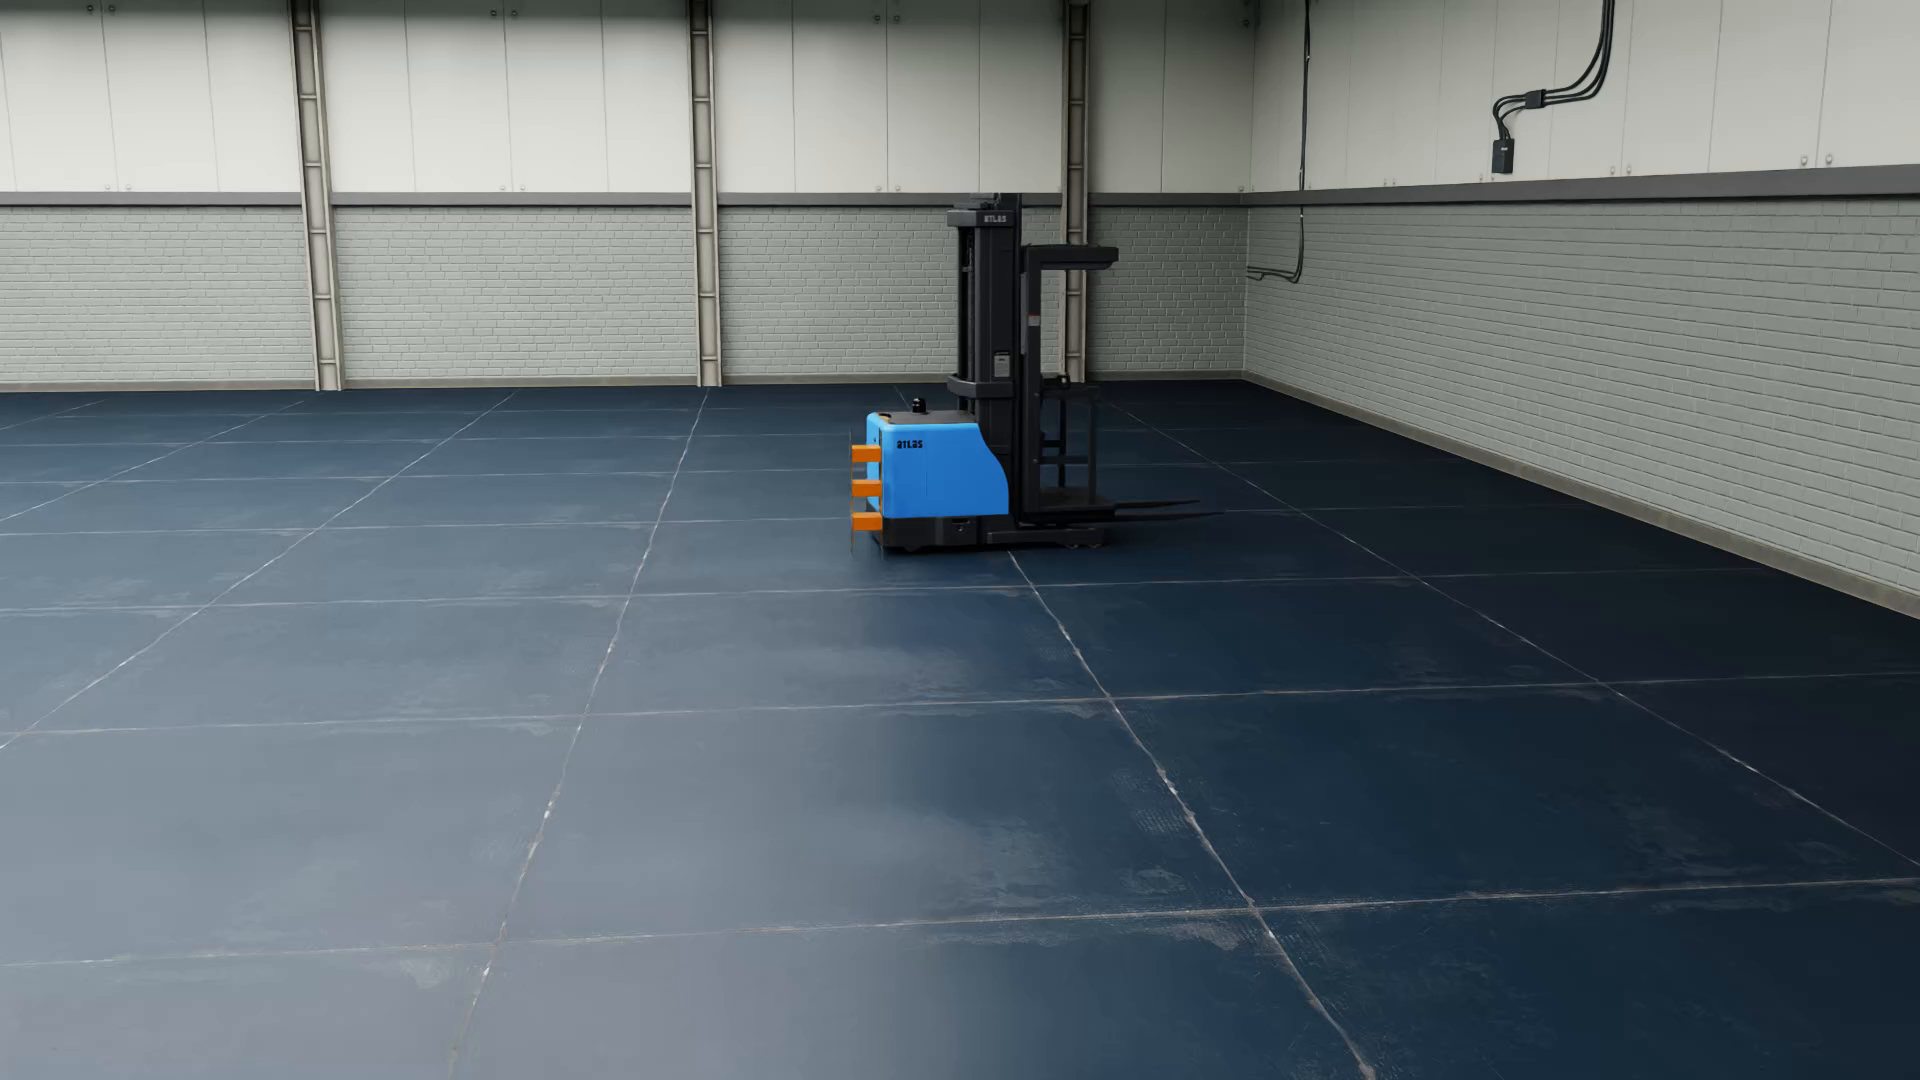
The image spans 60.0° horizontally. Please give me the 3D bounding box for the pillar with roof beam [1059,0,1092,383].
[{"bbox_3d":[2.336,-6.244,22.799,0.548,9.000,9.100,-1,11,-6],"label":"pillar with roof beam"}]

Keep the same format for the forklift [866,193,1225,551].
[{"bbox_3d":[0.751,-1.463,14.211,3.031,2.935,1.130,-2,11,-11],"label":"forklift"}]

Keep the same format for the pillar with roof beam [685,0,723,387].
[{"bbox_3d":[-3.629,-6.119,22.163,0.548,9.000,9.100,-1,11,-6],"label":"pillar with roof beam"}]

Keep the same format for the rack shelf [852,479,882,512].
[{"bbox_3d":[-0.767,-0.369,13.581,0.240,0.259,0.215,-2,11,-8],"label":"rack shelf"}]

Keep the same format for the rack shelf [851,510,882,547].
[{"bbox_3d":[-0.767,-0.097,13.634,0.240,0.259,0.215,-2,11,-8],"label":"rack shelf"}]

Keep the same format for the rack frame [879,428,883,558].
[{"bbox_3d":[-0.646,-0.383,13.595,0.008,1.050,0.200,-2,11,-8],"label":"rack frame"}]

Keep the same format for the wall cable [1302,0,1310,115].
[{"bbox_3d":[5.235,-7.313,23.194,0.112,2.526,3.097,-1,11,-6],"label":"wall cable"}]

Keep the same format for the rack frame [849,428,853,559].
[{"bbox_3d":[-0.888,-0.377,13.562,0.008,1.050,0.200,-2,11,-8],"label":"rack frame"}]

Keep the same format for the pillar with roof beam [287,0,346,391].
[{"bbox_3d":[-9.594,-5.994,21.527,0.400,9.000,9.100,-1,11,-6],"label":"pillar with roof beam"}]

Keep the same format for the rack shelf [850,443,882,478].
[{"bbox_3d":[-0.767,-0.648,13.526,0.240,0.259,0.215,-2,11,-8],"label":"rack shelf"}]

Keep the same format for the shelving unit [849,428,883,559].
[{"bbox_3d":[-0.767,-0.380,13.579,0.252,1.050,0.215,-2,11,-8],"label":"shelving unit"}]

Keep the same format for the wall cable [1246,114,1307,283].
[{"bbox_3d":[4.943,-5.353,26.320,0.112,2.526,3.097,-1,11,-6],"label":"wall cable"}]

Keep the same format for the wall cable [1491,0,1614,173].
[{"bbox_3d":[5.952,-6.725,16.430,0.169,6.003,2.305,-1,11,-6],"label":"wall cable"}]
